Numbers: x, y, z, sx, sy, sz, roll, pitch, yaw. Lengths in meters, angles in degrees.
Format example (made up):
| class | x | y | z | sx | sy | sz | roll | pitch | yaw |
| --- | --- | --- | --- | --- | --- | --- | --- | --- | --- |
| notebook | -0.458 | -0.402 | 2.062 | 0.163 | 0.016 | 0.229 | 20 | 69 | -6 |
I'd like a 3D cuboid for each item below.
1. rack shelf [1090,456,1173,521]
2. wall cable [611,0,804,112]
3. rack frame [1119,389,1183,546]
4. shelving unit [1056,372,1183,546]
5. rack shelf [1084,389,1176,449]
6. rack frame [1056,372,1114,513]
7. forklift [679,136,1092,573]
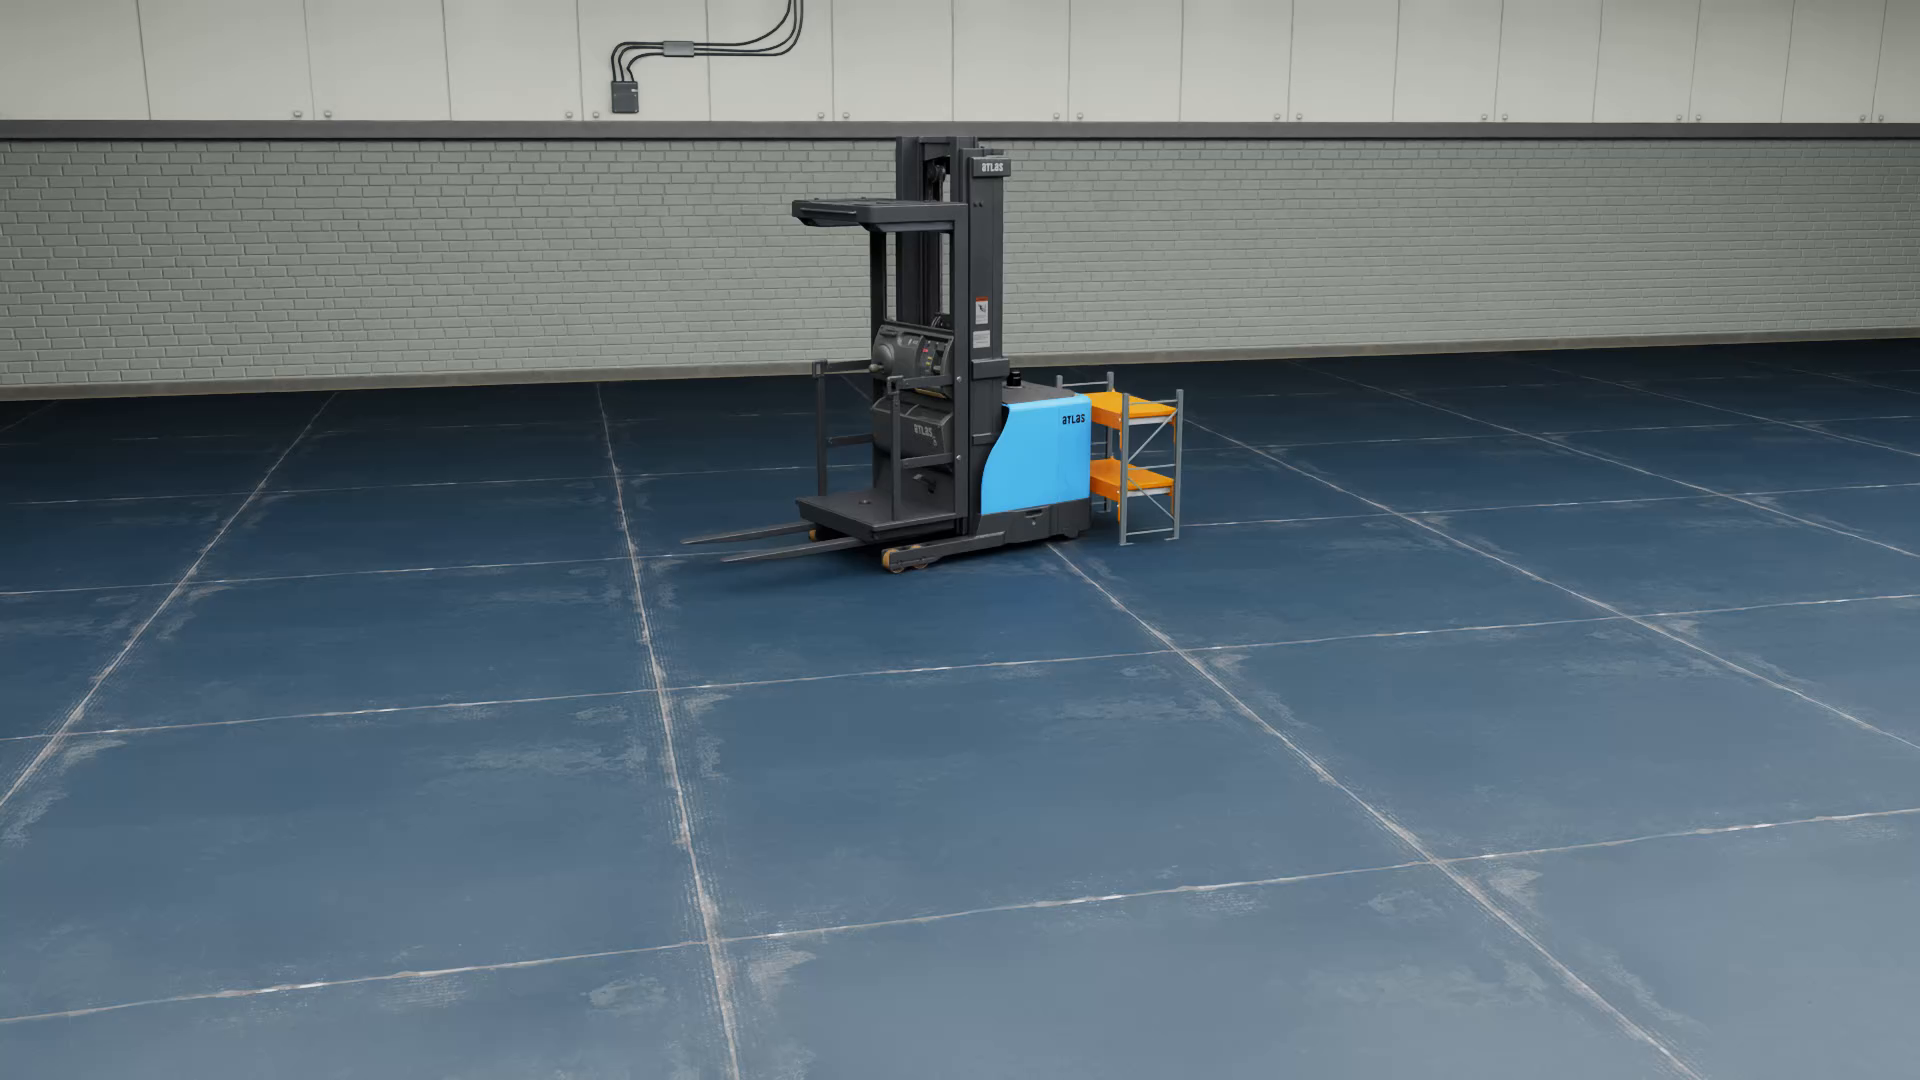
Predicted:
| class | x | y | z | sx | sy | sz | roll | pitch | yaw |
| --- | --- | --- | --- | --- | --- | --- | --- | --- | --- |
| rack shelf | 1.191 | -0.405 | 12.744 | 0.538 | 0.278 | 1.000 | -6 | 15 | -24 |
| wall cable | -2.987 | -8.042 | 19.216 | 2.305 | 6.003 | 0.169 | -3 | 14 | -13 |
| rack frame | 1.406 | -0.533 | 12.238 | 0.500 | 1.125 | 0.032 | -6 | 15 | -24 |
| shelving unit | 1.191 | -0.642 | 12.686 | 0.538 | 1.125 | 1.048 | -6 | 15 | -24 |
| rack shelf | 1.191 | -0.927 | 12.616 | 0.538 | 0.278 | 1.000 | -6 | 15 | -24 |
| rack frame | 0.977 | -0.752 | 13.133 | 0.500 | 1.125 | 0.032 | -6 | 15 | -24 |
| forklift | -0.509 | -1.338 | 11.728 | 3.031 | 2.935 | 1.130 | -10 | 17 | -34 |
